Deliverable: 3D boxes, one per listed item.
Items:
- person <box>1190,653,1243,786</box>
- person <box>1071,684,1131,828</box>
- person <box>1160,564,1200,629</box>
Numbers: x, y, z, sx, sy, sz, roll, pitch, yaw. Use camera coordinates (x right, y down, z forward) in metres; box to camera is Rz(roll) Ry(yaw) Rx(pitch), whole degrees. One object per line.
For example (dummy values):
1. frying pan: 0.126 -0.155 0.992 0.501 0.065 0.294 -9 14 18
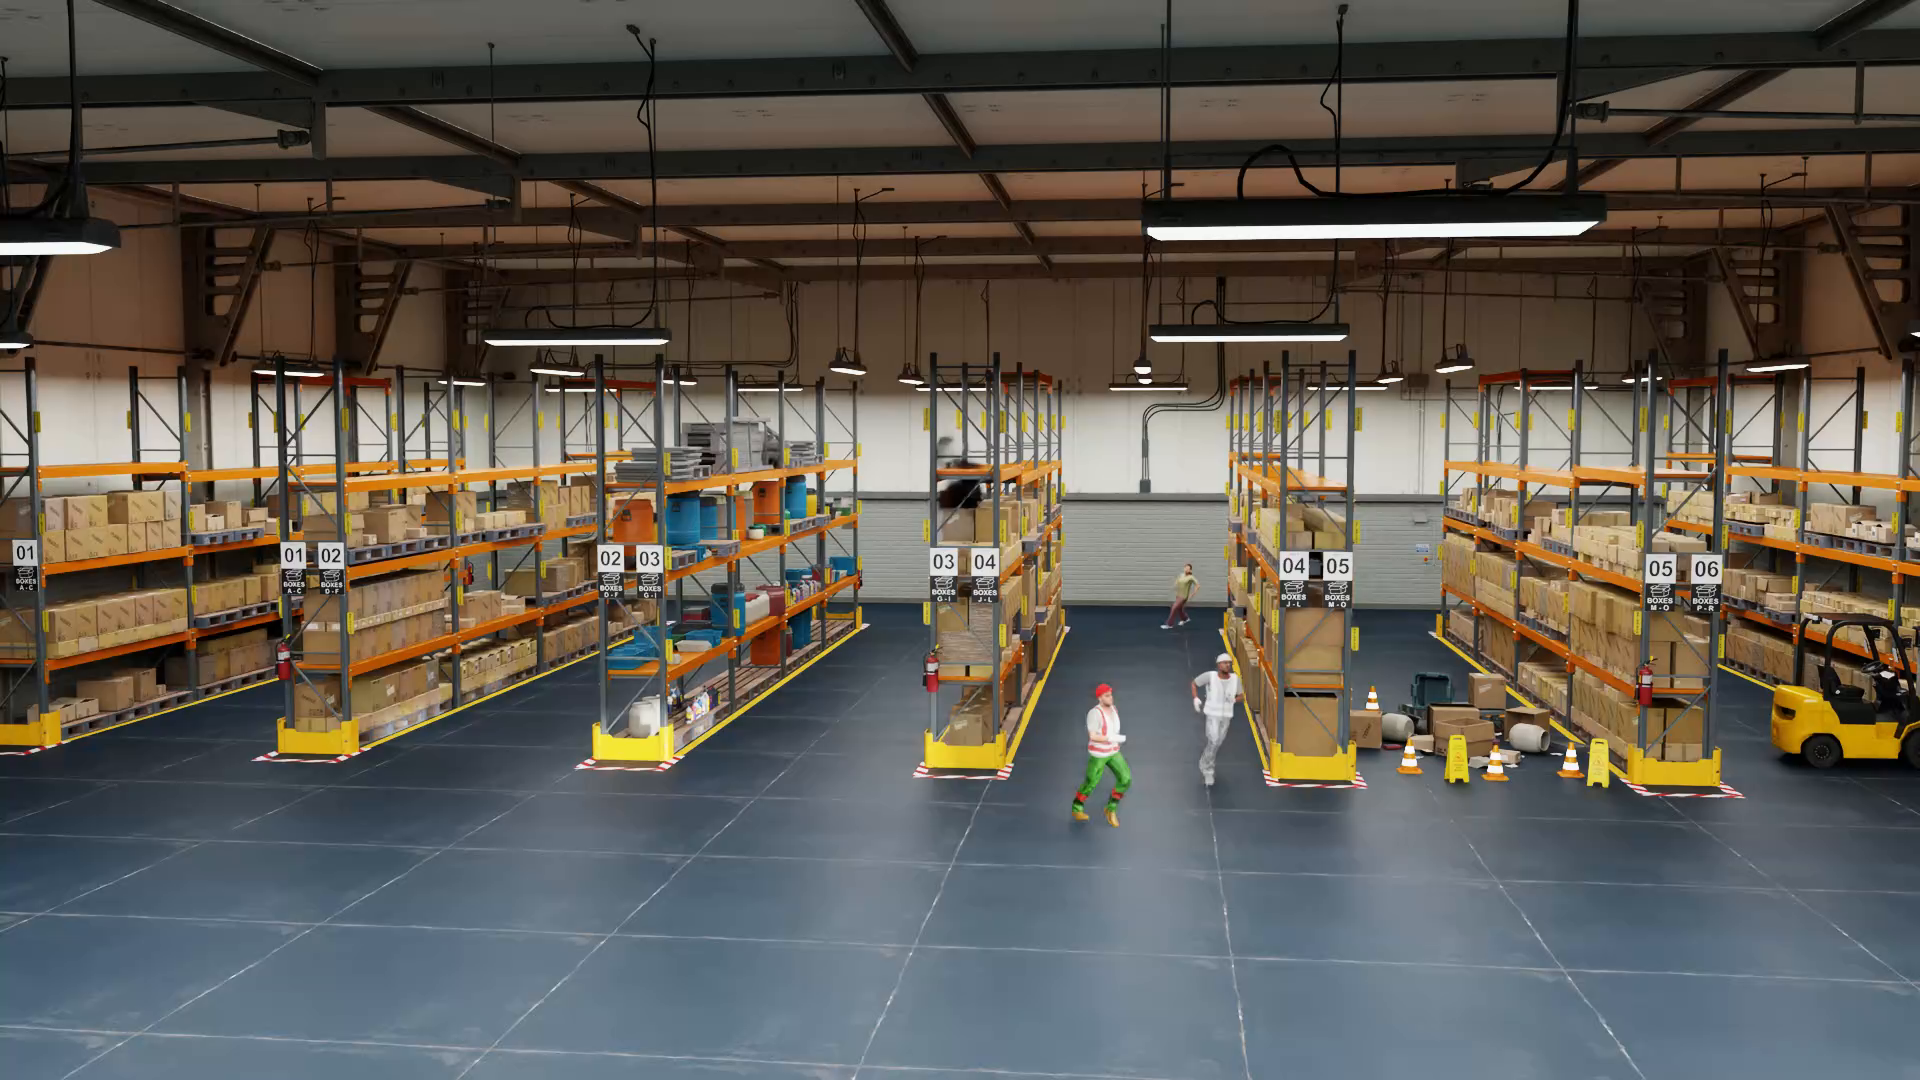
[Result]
1. person: 3.627 2.494 23.326 0.688 1.821 0.765 -1 4 -17
2. person: 1.786 2.655 20.537 0.672 1.789 0.886 -3 5 -40
3. person: 5.276 1.349 40.271 0.880 1.584 0.751 -1 4 -12
